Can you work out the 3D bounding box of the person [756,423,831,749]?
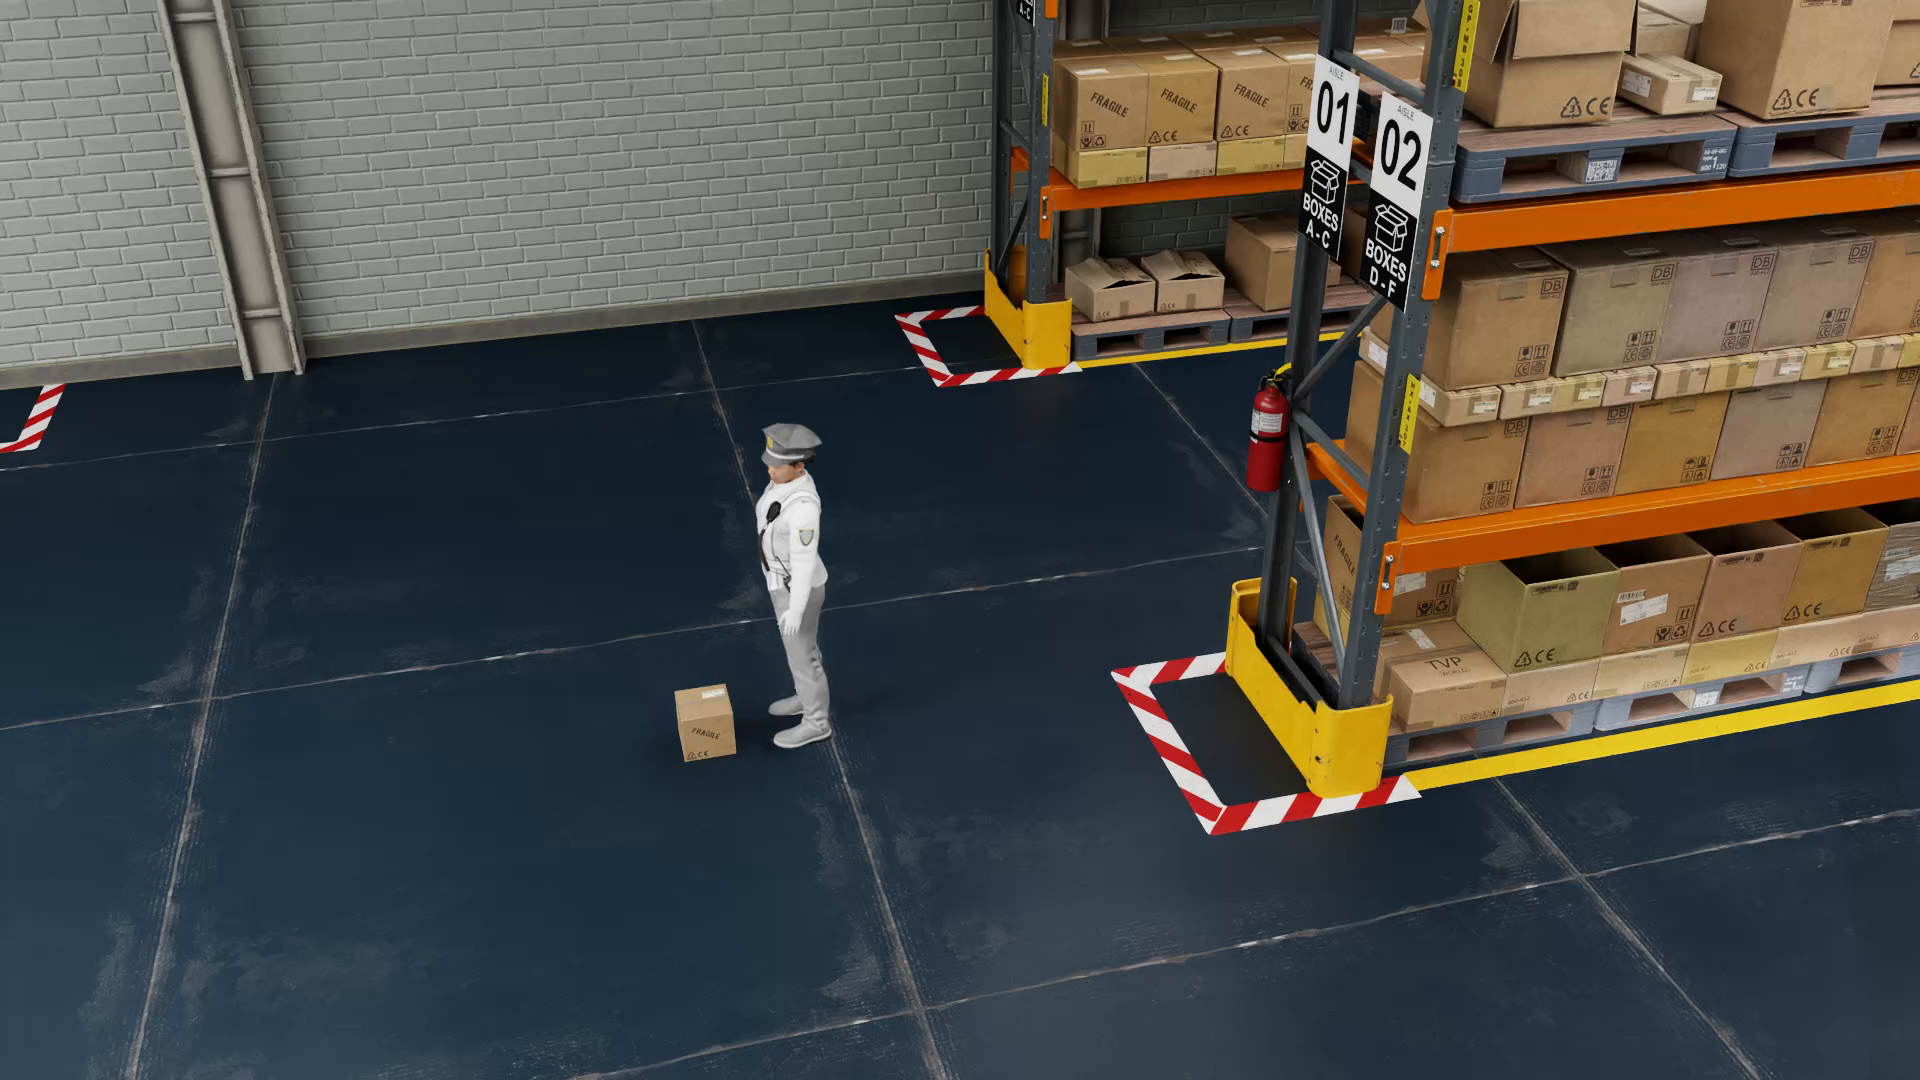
[{"bbox_3d":[-0.788,0.229,7.845,0.329,1.692,0.494,-7,31,-12],"label":"person"}]
